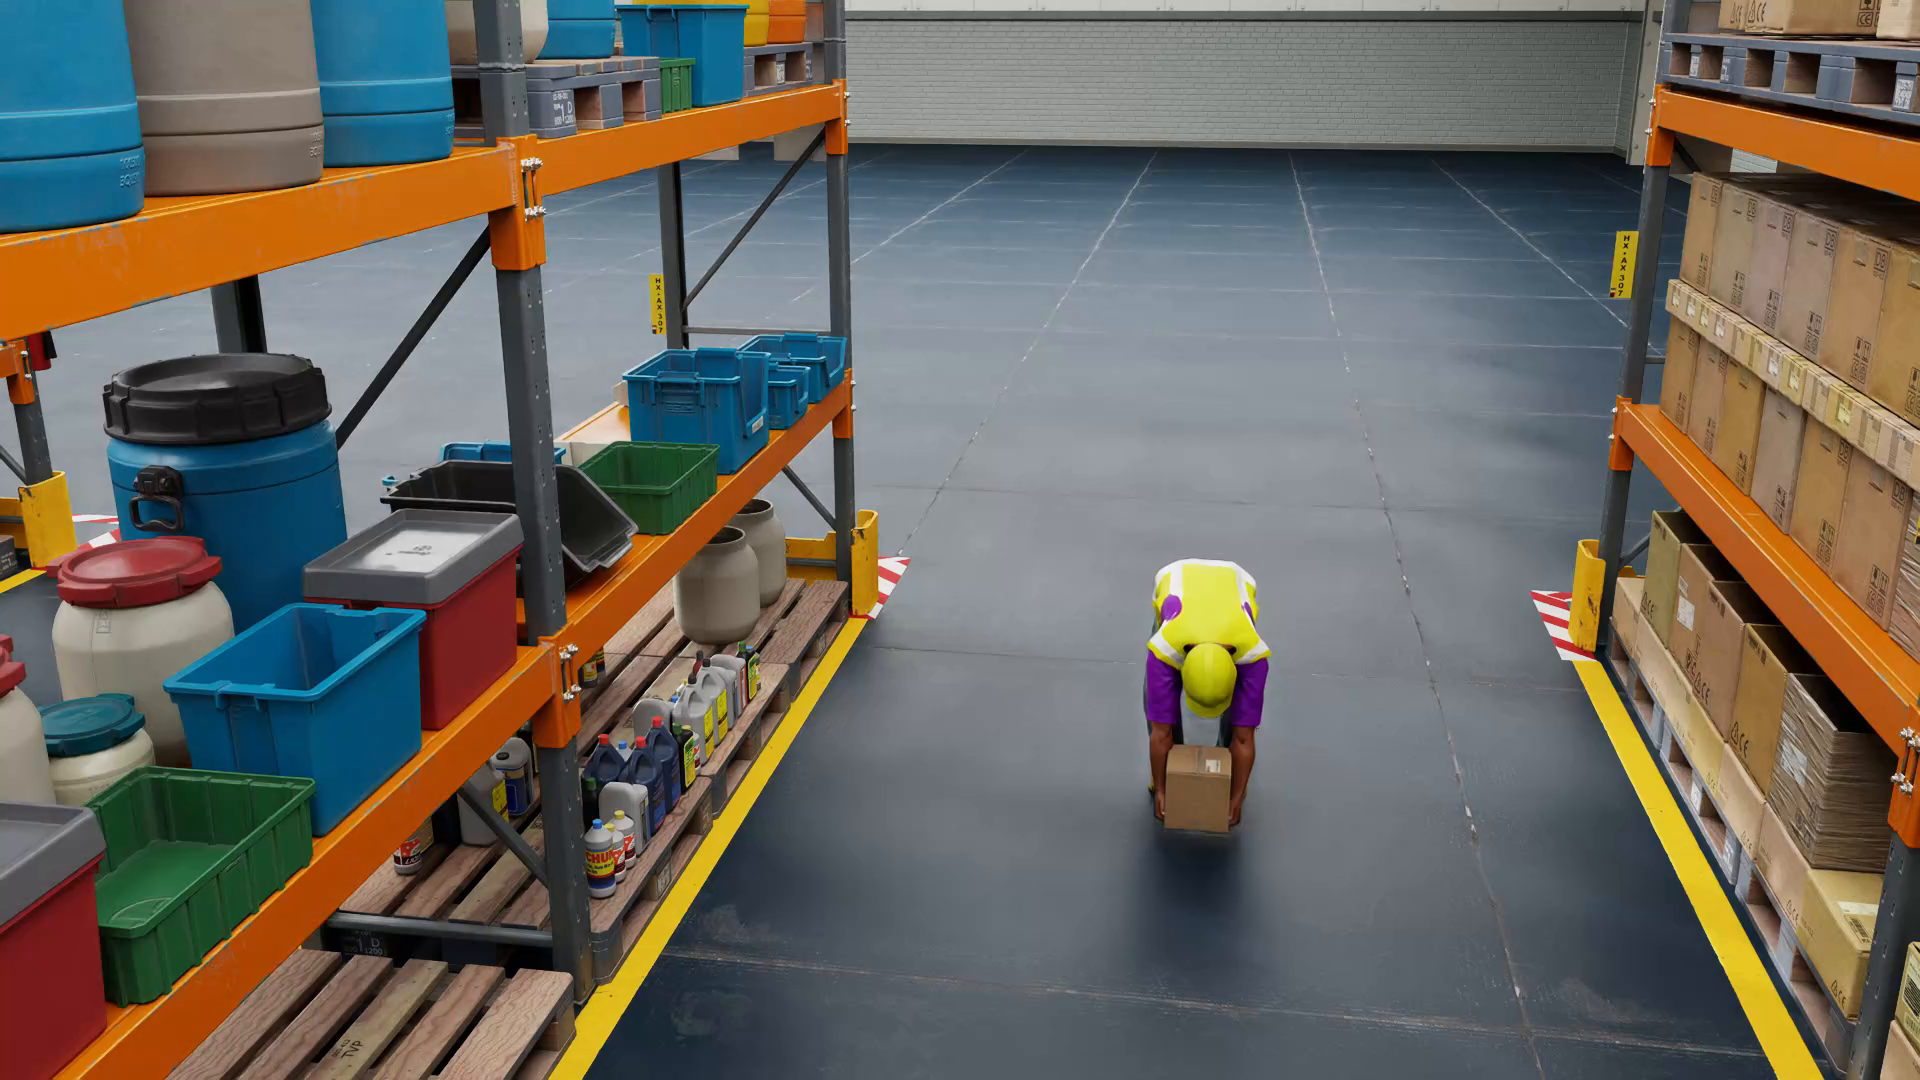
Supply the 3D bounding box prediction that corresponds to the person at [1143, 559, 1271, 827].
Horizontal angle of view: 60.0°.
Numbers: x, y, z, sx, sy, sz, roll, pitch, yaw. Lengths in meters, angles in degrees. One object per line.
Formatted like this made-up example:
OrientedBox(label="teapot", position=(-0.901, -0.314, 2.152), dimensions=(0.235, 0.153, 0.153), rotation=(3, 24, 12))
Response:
OrientedBox(label="person", position=(0.996, 0.636, 6.769), dimensions=(0.500, 1.006, 0.976), rotation=(2, 18, 7))
